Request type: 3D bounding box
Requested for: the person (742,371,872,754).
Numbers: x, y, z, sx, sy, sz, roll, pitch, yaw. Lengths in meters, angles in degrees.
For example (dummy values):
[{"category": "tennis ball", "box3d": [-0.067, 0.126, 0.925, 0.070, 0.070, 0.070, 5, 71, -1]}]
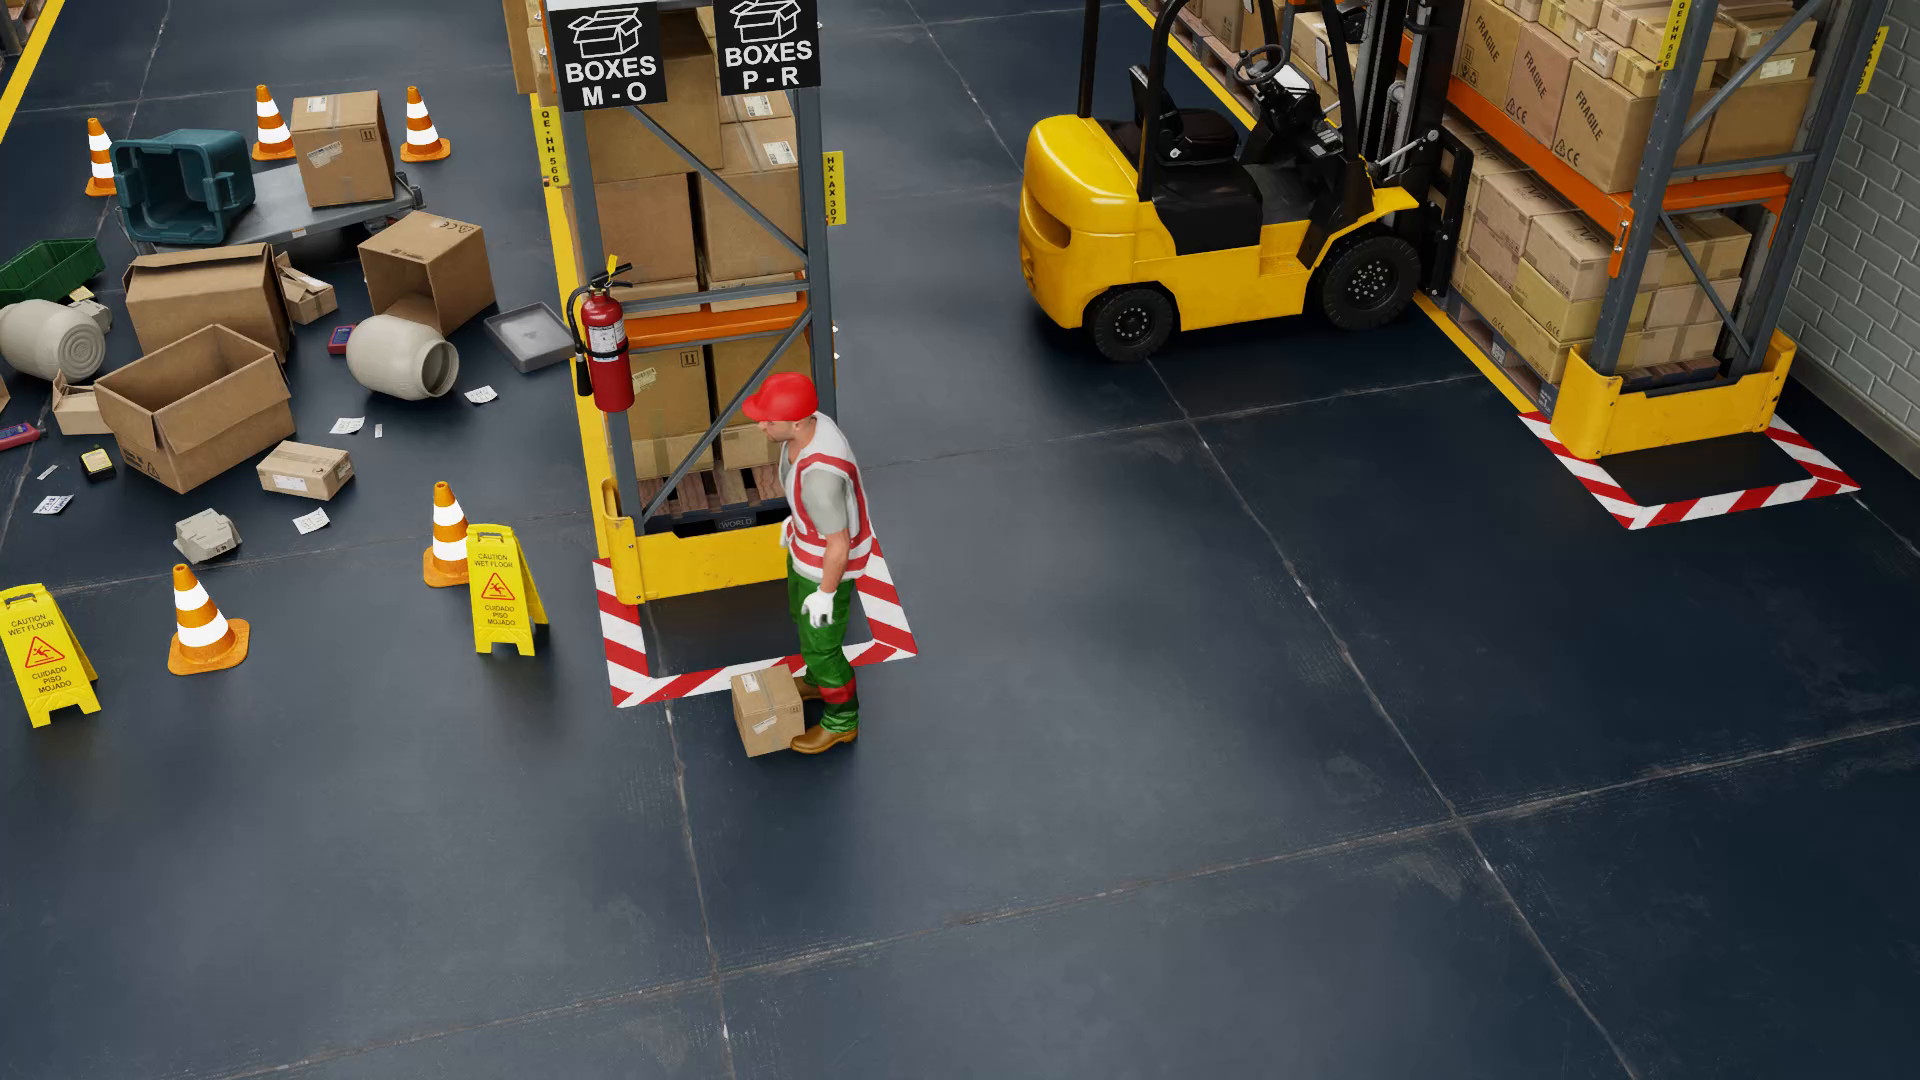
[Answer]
[{"category": "person", "box3d": [-0.587, 0.076, 6.605, 0.450, 1.778, 0.604, -10, 39, -13]}]
